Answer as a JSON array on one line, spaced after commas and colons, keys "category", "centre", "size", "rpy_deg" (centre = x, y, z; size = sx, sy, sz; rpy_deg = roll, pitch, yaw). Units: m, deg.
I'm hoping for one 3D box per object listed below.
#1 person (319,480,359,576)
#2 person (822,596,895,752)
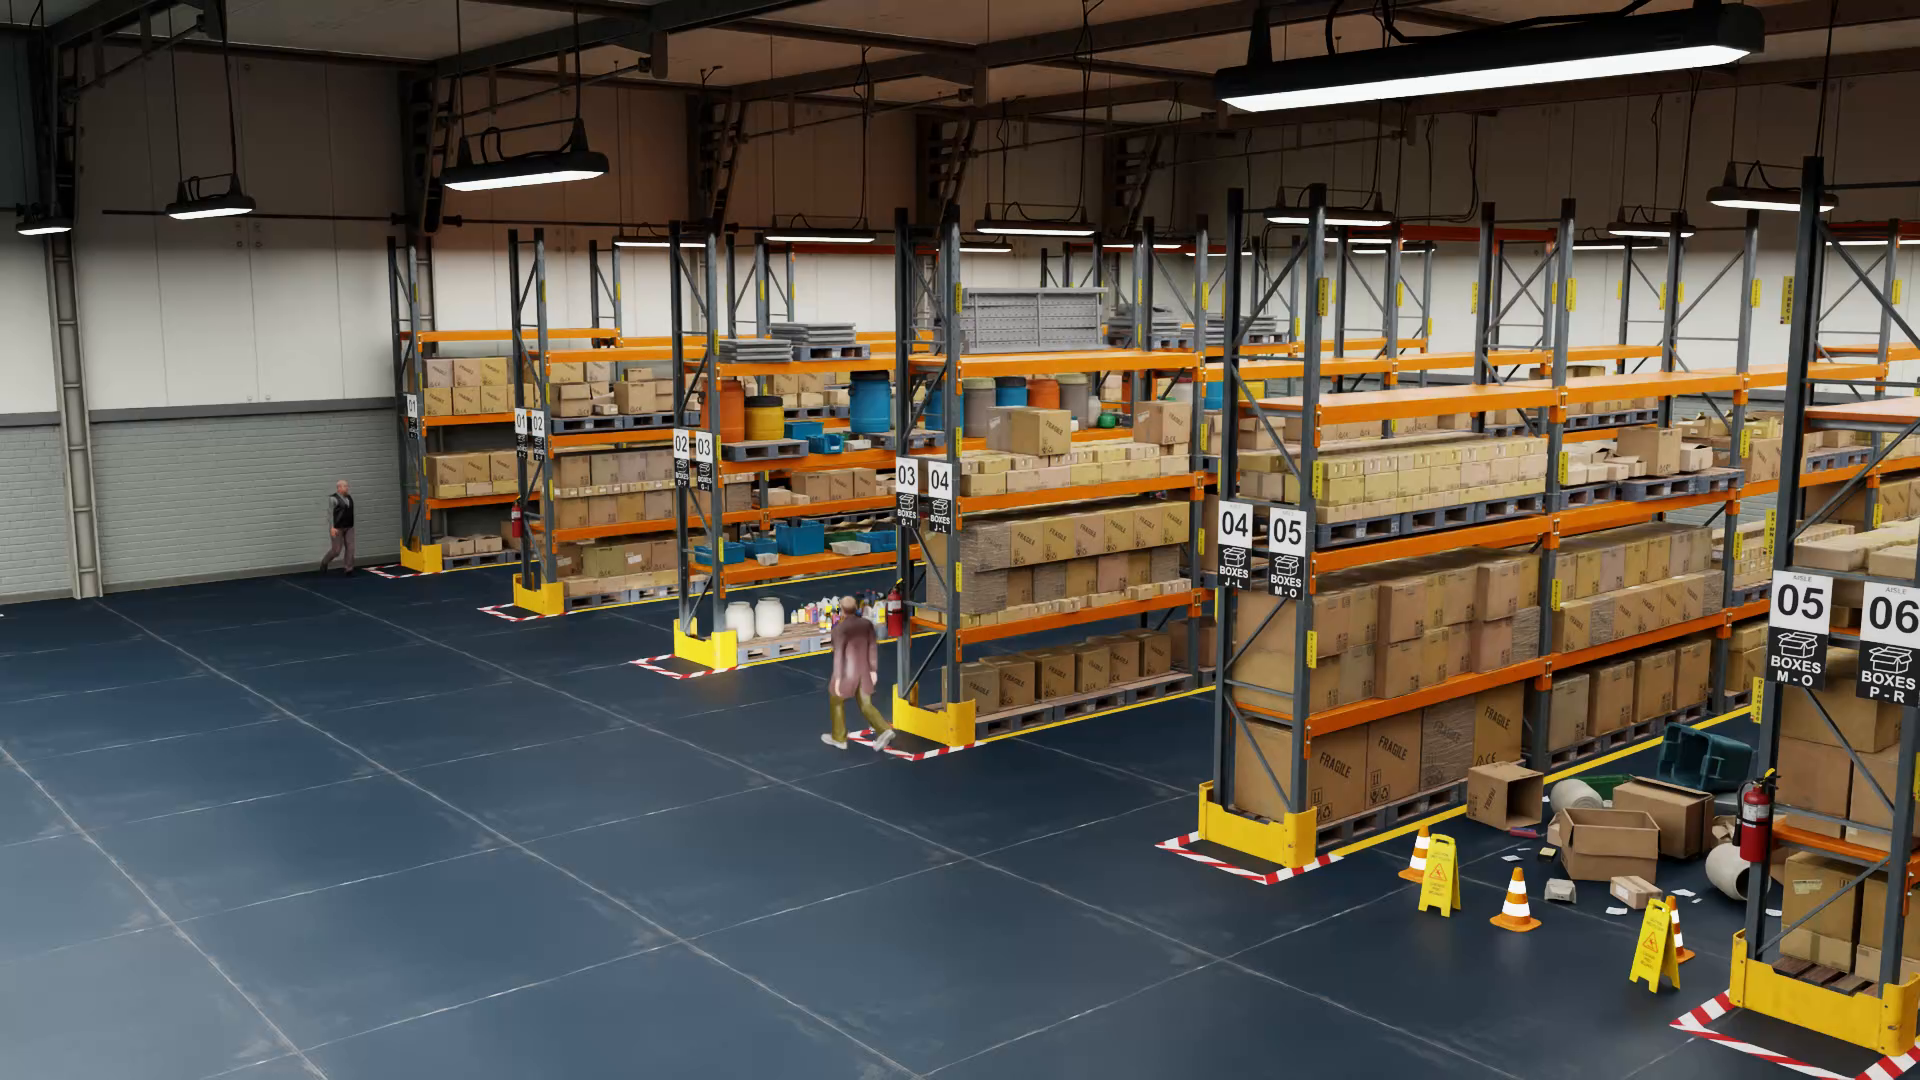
[{"category": "person", "centre": [-10.987, -0.209, 29.424], "size": [0.684, 1.716, 0.553], "rpy_deg": [5, 10, 28]}, {"category": "person", "centre": [-1.141, 1.489, 18.385], "size": [0.651, 1.737, 1.067], "rpy_deg": [-8, 12, -41]}]
